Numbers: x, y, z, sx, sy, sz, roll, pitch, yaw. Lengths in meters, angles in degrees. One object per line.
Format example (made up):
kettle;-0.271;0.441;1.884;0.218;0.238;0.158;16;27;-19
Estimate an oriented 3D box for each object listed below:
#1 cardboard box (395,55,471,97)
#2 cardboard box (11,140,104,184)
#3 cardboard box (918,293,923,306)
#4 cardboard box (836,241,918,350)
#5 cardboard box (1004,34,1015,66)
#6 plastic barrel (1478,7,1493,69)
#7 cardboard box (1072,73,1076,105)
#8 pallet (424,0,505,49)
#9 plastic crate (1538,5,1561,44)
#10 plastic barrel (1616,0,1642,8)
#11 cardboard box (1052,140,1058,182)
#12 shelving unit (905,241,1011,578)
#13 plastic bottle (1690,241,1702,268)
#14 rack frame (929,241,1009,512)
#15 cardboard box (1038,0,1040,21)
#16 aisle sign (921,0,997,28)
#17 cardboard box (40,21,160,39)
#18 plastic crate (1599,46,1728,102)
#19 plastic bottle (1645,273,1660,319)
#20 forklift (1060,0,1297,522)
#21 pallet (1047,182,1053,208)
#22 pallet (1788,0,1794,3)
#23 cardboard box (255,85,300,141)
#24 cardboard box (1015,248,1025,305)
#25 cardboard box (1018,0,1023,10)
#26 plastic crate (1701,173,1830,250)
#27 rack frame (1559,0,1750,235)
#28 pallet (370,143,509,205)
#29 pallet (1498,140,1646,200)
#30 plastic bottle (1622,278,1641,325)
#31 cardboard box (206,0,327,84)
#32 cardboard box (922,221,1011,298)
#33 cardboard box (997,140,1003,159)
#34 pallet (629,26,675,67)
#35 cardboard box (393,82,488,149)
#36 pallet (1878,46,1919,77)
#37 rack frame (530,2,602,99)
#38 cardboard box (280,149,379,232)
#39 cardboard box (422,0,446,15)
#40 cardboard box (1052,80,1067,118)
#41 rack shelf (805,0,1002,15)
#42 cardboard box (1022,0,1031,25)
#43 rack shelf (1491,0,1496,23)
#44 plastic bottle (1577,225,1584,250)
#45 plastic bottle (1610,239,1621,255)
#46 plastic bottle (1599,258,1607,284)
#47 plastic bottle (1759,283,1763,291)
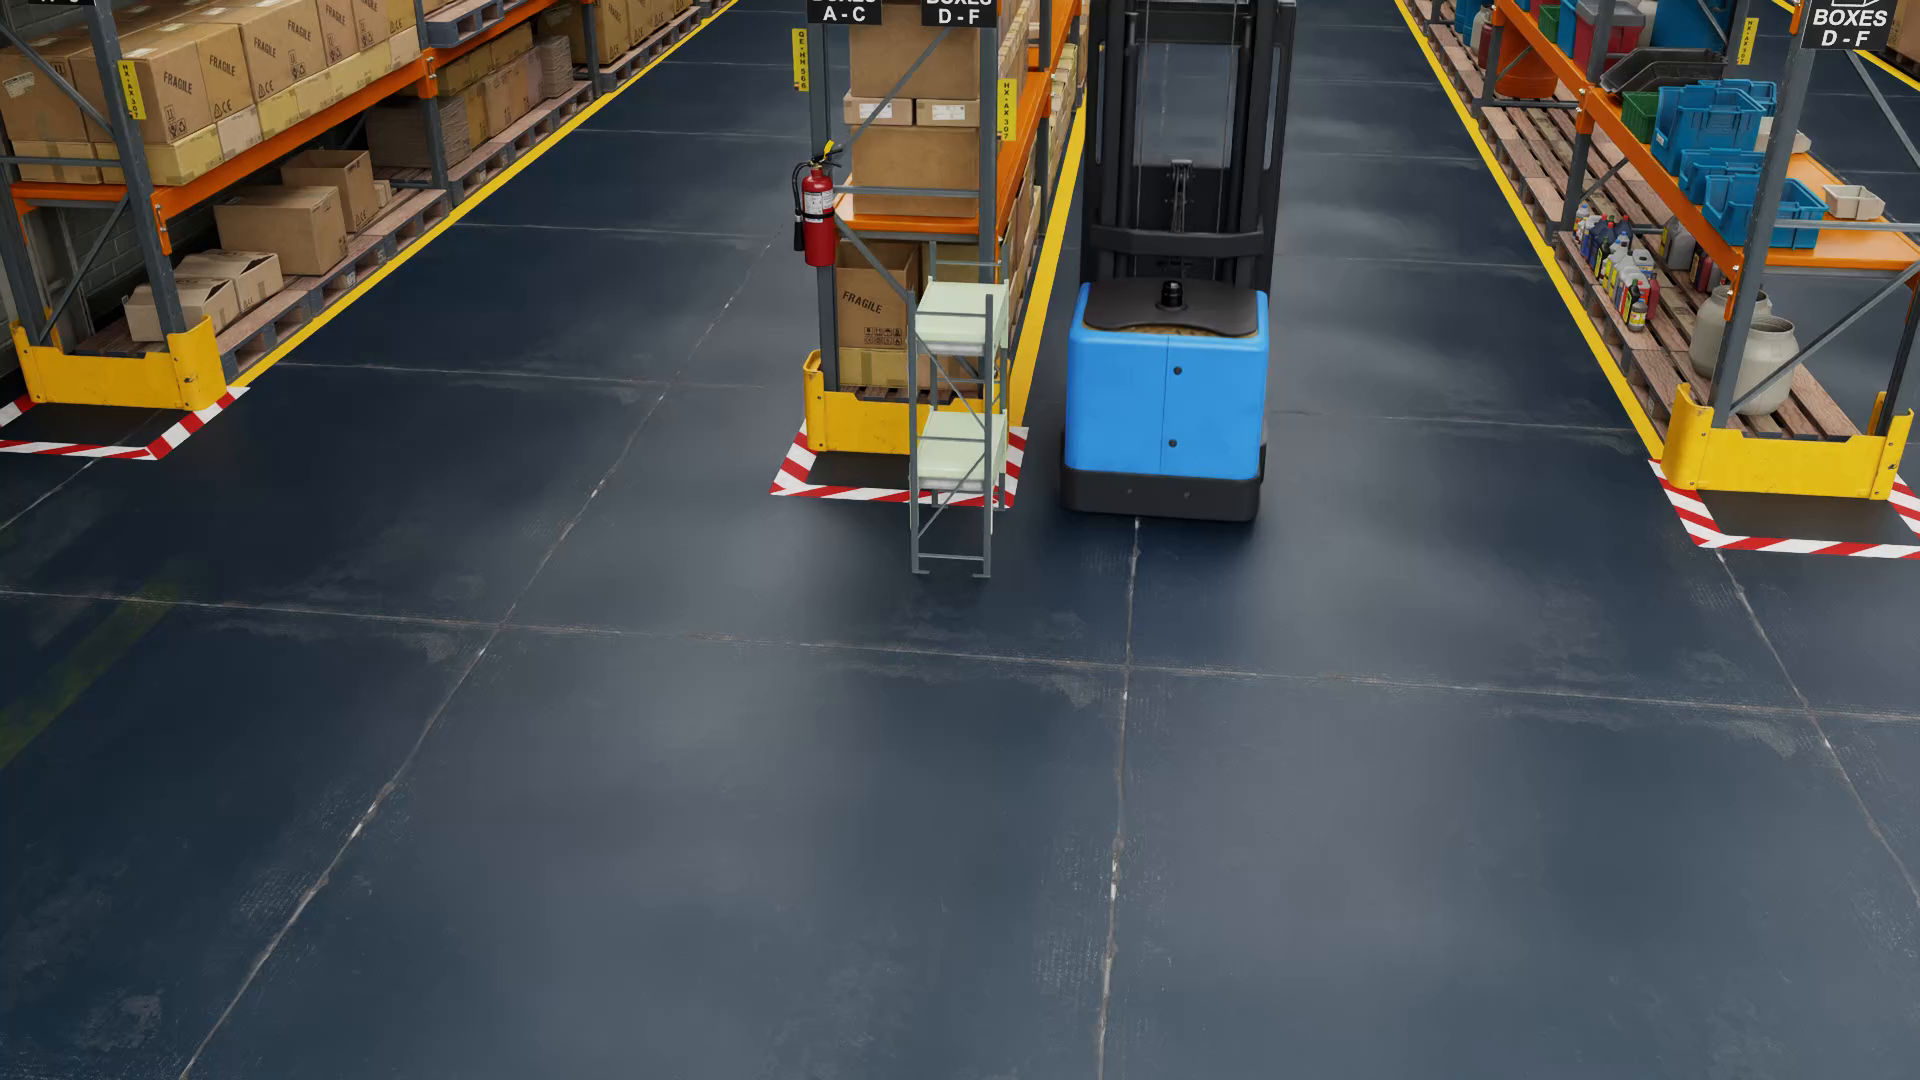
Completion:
cardboard box;-4.604;-4.051;14.488;0.500;0.250;0.500;3;28;5
cardboard box;-5.353;-2.364;10.113;0.500;0.250;0.500;4;29;7
cardboard box;-0.479;-1.384;10.613;0.500;0.250;0.500;3;28;6
cardboard box;-0.531;-1.478;9.997;0.500;0.500;0.500;3;28;6
cardboard box;0.150;-3.129;10.606;0.380;0.149;0.250;4;29;7
plastic barrel;5.776;-5.266;17.462;0.600;0.588;0.708;3;28;6
cardboard box;0.857;-4.382;16.178;0.500;0.250;0.500;4;29;7
pallet;-4.490;-4.340;13.845;1.003;0.211;1.213;3;28;6
plastic crate;5.038;-4.240;13.681;0.450;0.188;0.662;3;28;6
plastic barrel;5.529;-4.340;13.500;0.433;0.535;0.433;0;28;0
cardboard box;0.548;-3.177;13.941;0.500;0.250;0.500;4;29;7
shelving unit;-0.001;-0.657;8.388;0.431;1.500;0.755;3;28;6
plastic bottle;5.288;-2.114;11.841;0.144;0.351;0.185;2;28;4
rack frame;0.044;-0.829;8.708;0.400;1.500;0.023;3;28;6
cardboard box;0.425;-4.675;14.160;0.500;0.500;0.500;3;28;6
aisle sign;-0.005;-3.000;8.414;0.394;0.787;0.004;3;28;6
cardboard box;-5.300;-2.934;10.379;0.500;0.500;0.500;4;29;7
plastic crate;4.914;-3.231;11.650;0.767;0.338;0.504;3;28;6
plastic bottle;4.568;-1.613;10.982;0.061;0.283;0.133;3;28;6
forklift;1.265;-2.063;9.489;1.130;2.935;3.031;4;29;7
pallet;0.241;-2.908;13.926;1.003;0.211;1.213;3;28;6
pallet;11.470;-7.249;21.984;1.003;0.211;1.213;3;28;6
cardboard box;-4.725;-2.829;10.975;0.500;0.250;0.500;3;28;5
cardboard box;0.171;-1.824;11.429;0.500;0.250;0.500;3;28;6
cardboard box;0.080;-3.955;11.455;0.700;0.500;0.500;3;28;6
plastic crate;4.379;-1.802;9.089;0.499;0.251;0.616;3;28;6
rack frame;5.105;-3.497;12.079;1.000;3.000;0.127;3;28;6
pallet;-4.634;-3.212;14.489;1.003;0.211;1.213;3;28;6
pallet;5.309;-3.217;14.500;1.003;0.211;1.213;3;28;6
plastic bottle;4.401;-1.558;10.880;0.061;0.283;0.133;4;29;7
cardboard box;-4.670;-3.389;11.224;0.500;0.500;0.500;4;29;8
cardboard box;0.045;-1.683;10.378;0.500;0.500;0.500;3;28;6
cardboard box;-0.105;-2.648;10.397;0.700;0.500;0.500;4;29;7
pallet;-3.914;-5.668;19.048;1.003;0.211;1.213;3;28;6
cardboard box;-4.641;-3.760;14.738;0.700;0.500;0.500;3;28;5
pallet;10.981;-5.380;18.514;1.003;0.211;1.213;3;28;6
rack frame;-4.238;-5.956;16.642;1.000;3.000;0.127;3;28;6
cardboard box;-4.815;-2.675;12.725;0.500;0.500;0.500;1;28;2
cardboard box;-4.632;-4.548;13.460;0.700;0.500;0.500;3;29;6
cardboard box;0.674;-3.912;14.714;0.500;0.311;0.500;4;29;8
rack shelf;-0.056;-3.849;10.328;1.077;0.370;4.000;3;28;6
cardboard box;0.306;-3.736;11.733;0.380;0.149;0.250;3;28;5
rack shelf;5.840;-6.005;17.492;1.077;0.370;4.000;3;28;6
plastic bottle;4.605;-2.239;12.229;0.097;0.201;0.097;0;28;0
plastic bottle;4.590;-1.974;11.664;0.097;0.271;0.097;0;28;0
plastic bottle;4.513;-1.882;11.568;0.097;0.201;0.097;0;28;0
plastic bottle;5.192;-1.553;10.870;0.061;0.283;0.133;4;29;7
